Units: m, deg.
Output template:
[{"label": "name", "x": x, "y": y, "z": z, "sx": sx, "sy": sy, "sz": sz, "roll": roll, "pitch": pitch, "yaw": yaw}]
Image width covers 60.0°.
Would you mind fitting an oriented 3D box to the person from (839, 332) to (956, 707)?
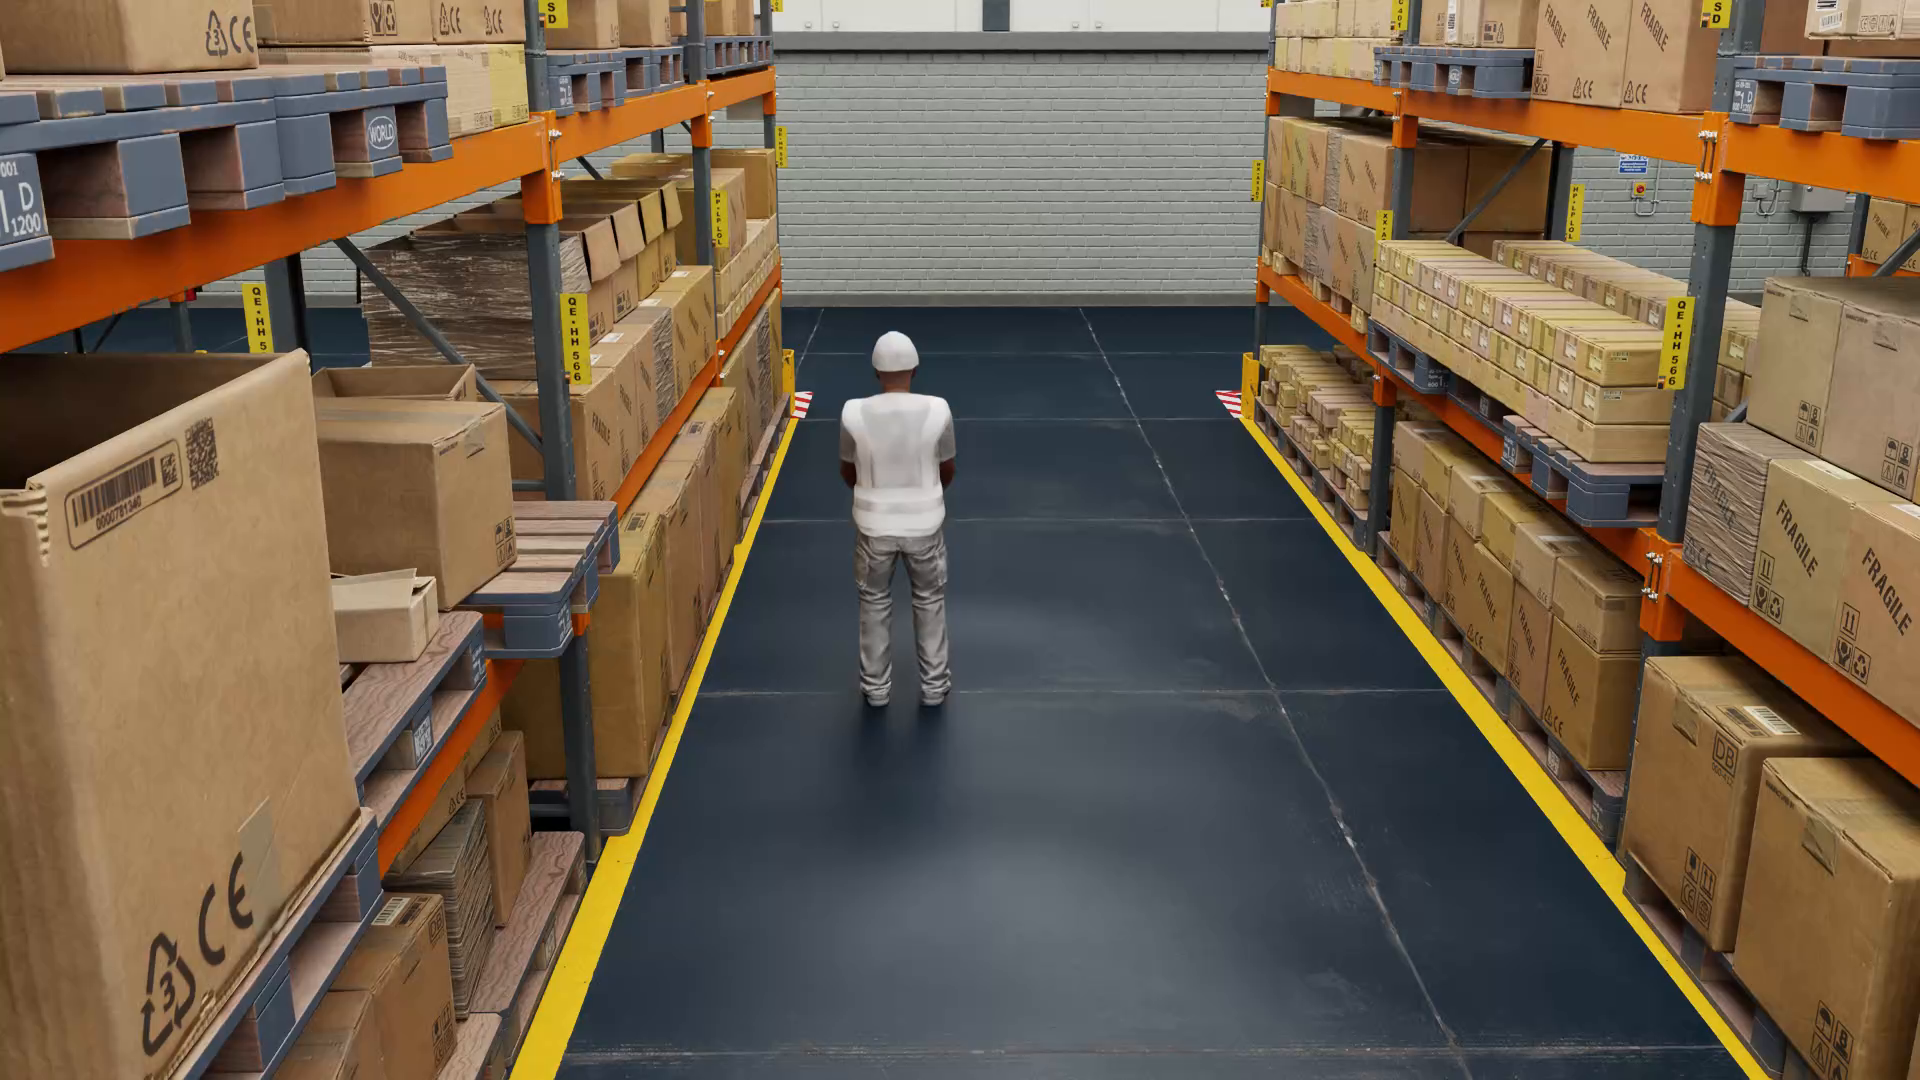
[{"label": "person", "x": -0.290, "y": -0.104, "z": 7.844, "sx": 0.542, "sy": 1.789, "sz": 0.520, "roll": 0, "pitch": 17, "yaw": -1}]
